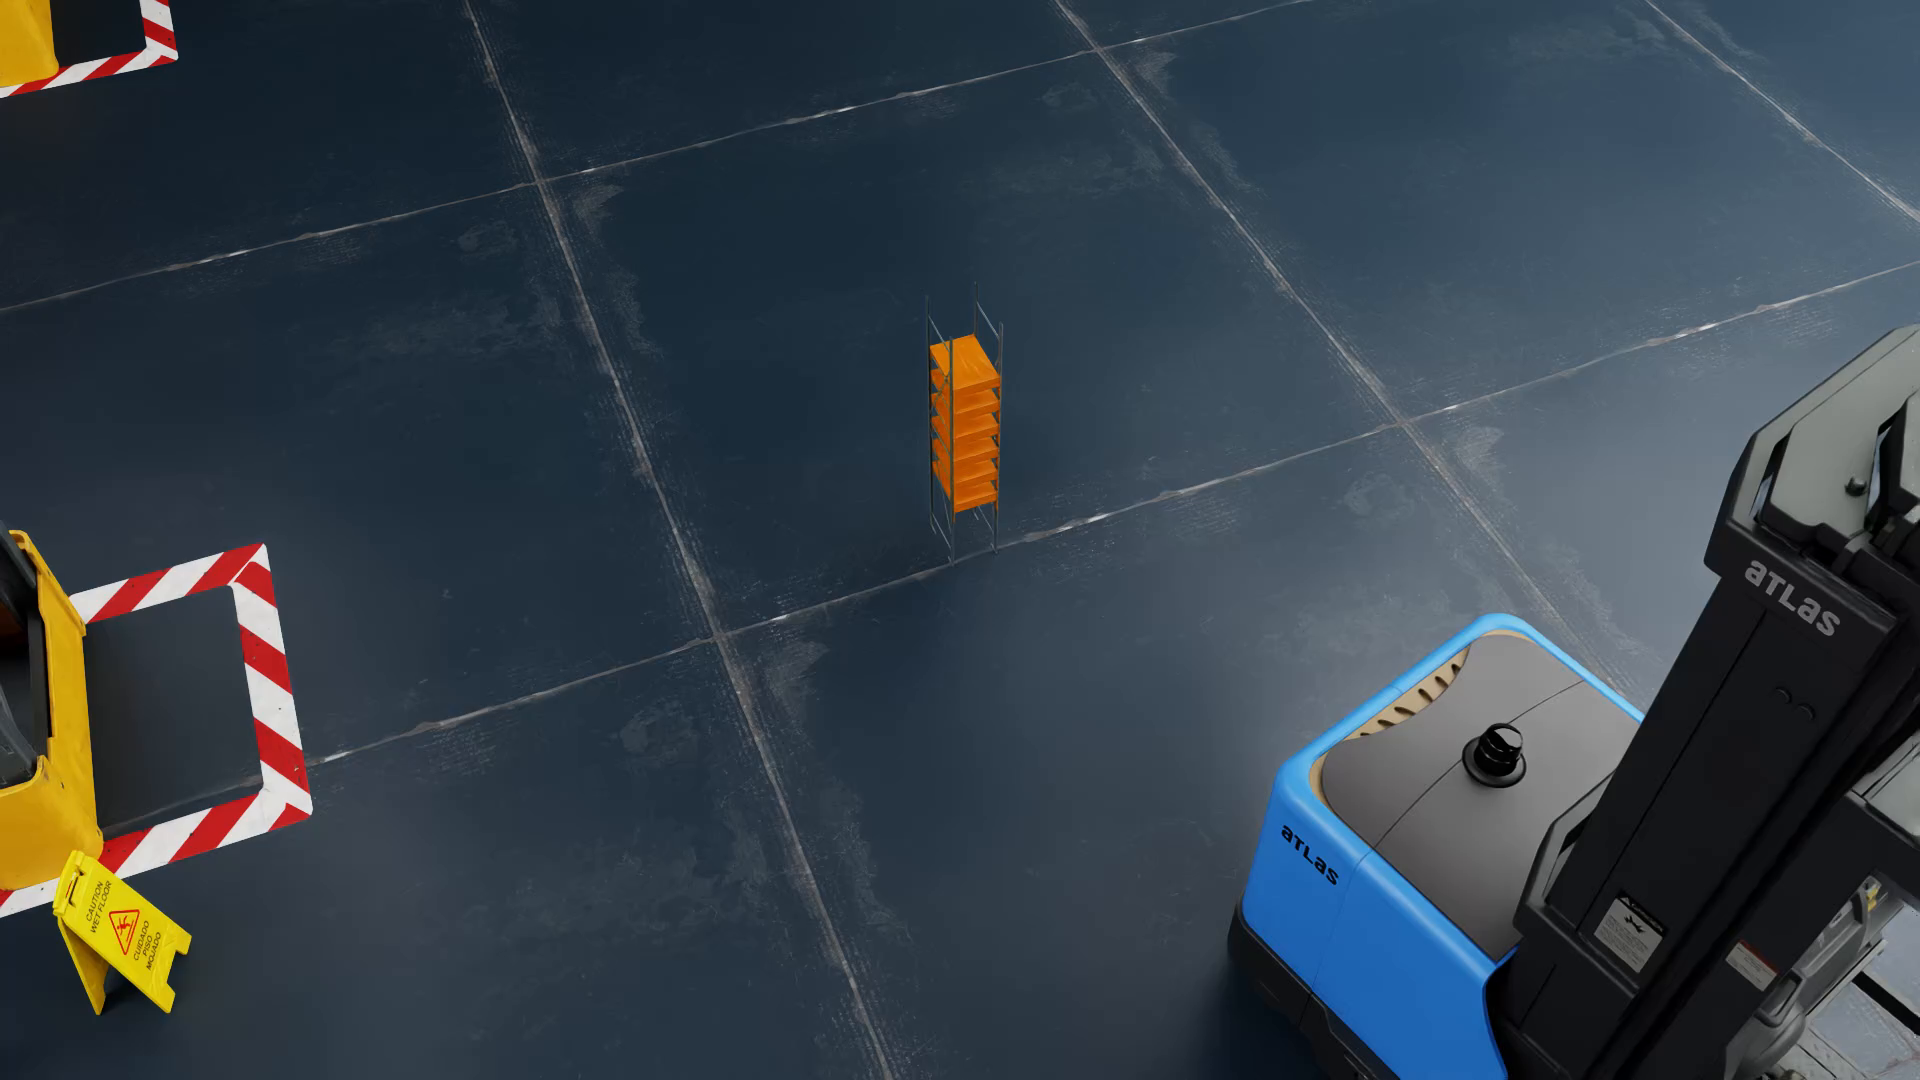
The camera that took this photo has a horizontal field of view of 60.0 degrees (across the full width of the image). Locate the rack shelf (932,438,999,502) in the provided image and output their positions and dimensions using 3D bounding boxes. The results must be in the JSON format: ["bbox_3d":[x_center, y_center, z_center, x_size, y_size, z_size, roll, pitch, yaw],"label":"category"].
[{"bbox_3d":[0.013,-0.288,6.264,0.180,0.103,0.258,-17,52,-14],"label":"rack shelf"}]

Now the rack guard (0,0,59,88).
[{"bbox_3d":[-5.075,-2.942,8.788,0.348,0.500,1.175,-17,52,-14],"label":"rack guard"}]

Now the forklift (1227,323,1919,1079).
[{"bbox_3d":[2.171,1.044,3.762,1.130,2.935,3.031,-31,56,-24],"label":"forklift"}]

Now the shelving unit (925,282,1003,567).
[{"bbox_3d":[0.013,-0.395,6.139,0.189,1.200,0.258,-17,52,-14],"label":"shelving unit"}]

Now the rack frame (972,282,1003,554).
[{"bbox_3d":[0.098,-0.421,6.162,0.006,1.200,0.240,-17,52,-14],"label":"rack frame"}]

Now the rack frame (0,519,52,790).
[{"bbox_3d":[-3.217,-0.265,4.841,0.127,3.000,1.000,-17,52,-14],"label":"rack frame"}]

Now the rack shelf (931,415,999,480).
[{"bbox_3d":[0.013,-0.366,6.173,0.180,0.103,0.258,-17,52,-14],"label":"rack shelf"}]

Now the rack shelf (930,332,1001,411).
[{"bbox_3d":[0.013,-0.601,5.900,0.180,0.103,0.258,-17,52,-14],"label":"rack shelf"}]

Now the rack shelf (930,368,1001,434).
[{"bbox_3d":[0.013,-0.522,5.991,0.180,0.103,0.258,-17,52,-14],"label":"rack shelf"}]

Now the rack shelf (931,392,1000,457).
[{"bbox_3d":[0.013,-0.444,6.082,0.180,0.103,0.258,-17,52,-14],"label":"rack shelf"}]

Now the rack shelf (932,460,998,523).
[{"bbox_3d":[0.013,-0.210,6.355,0.180,0.103,0.258,-17,52,-14],"label":"rack shelf"}]

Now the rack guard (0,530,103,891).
[{"bbox_3d":[-3.287,0.572,5.770,0.348,0.500,1.175,-17,52,-14],"label":"rack guard"}]

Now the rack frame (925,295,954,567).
[{"bbox_3d":[-0.071,-0.369,6.117,0.006,1.200,0.240,-17,52,-14],"label":"rack frame"}]

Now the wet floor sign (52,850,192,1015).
[{"bbox_3d":[-2.637,1.199,5.135,0.232,0.644,0.267,-2,49,-1],"label":"wet floor sign"}]
